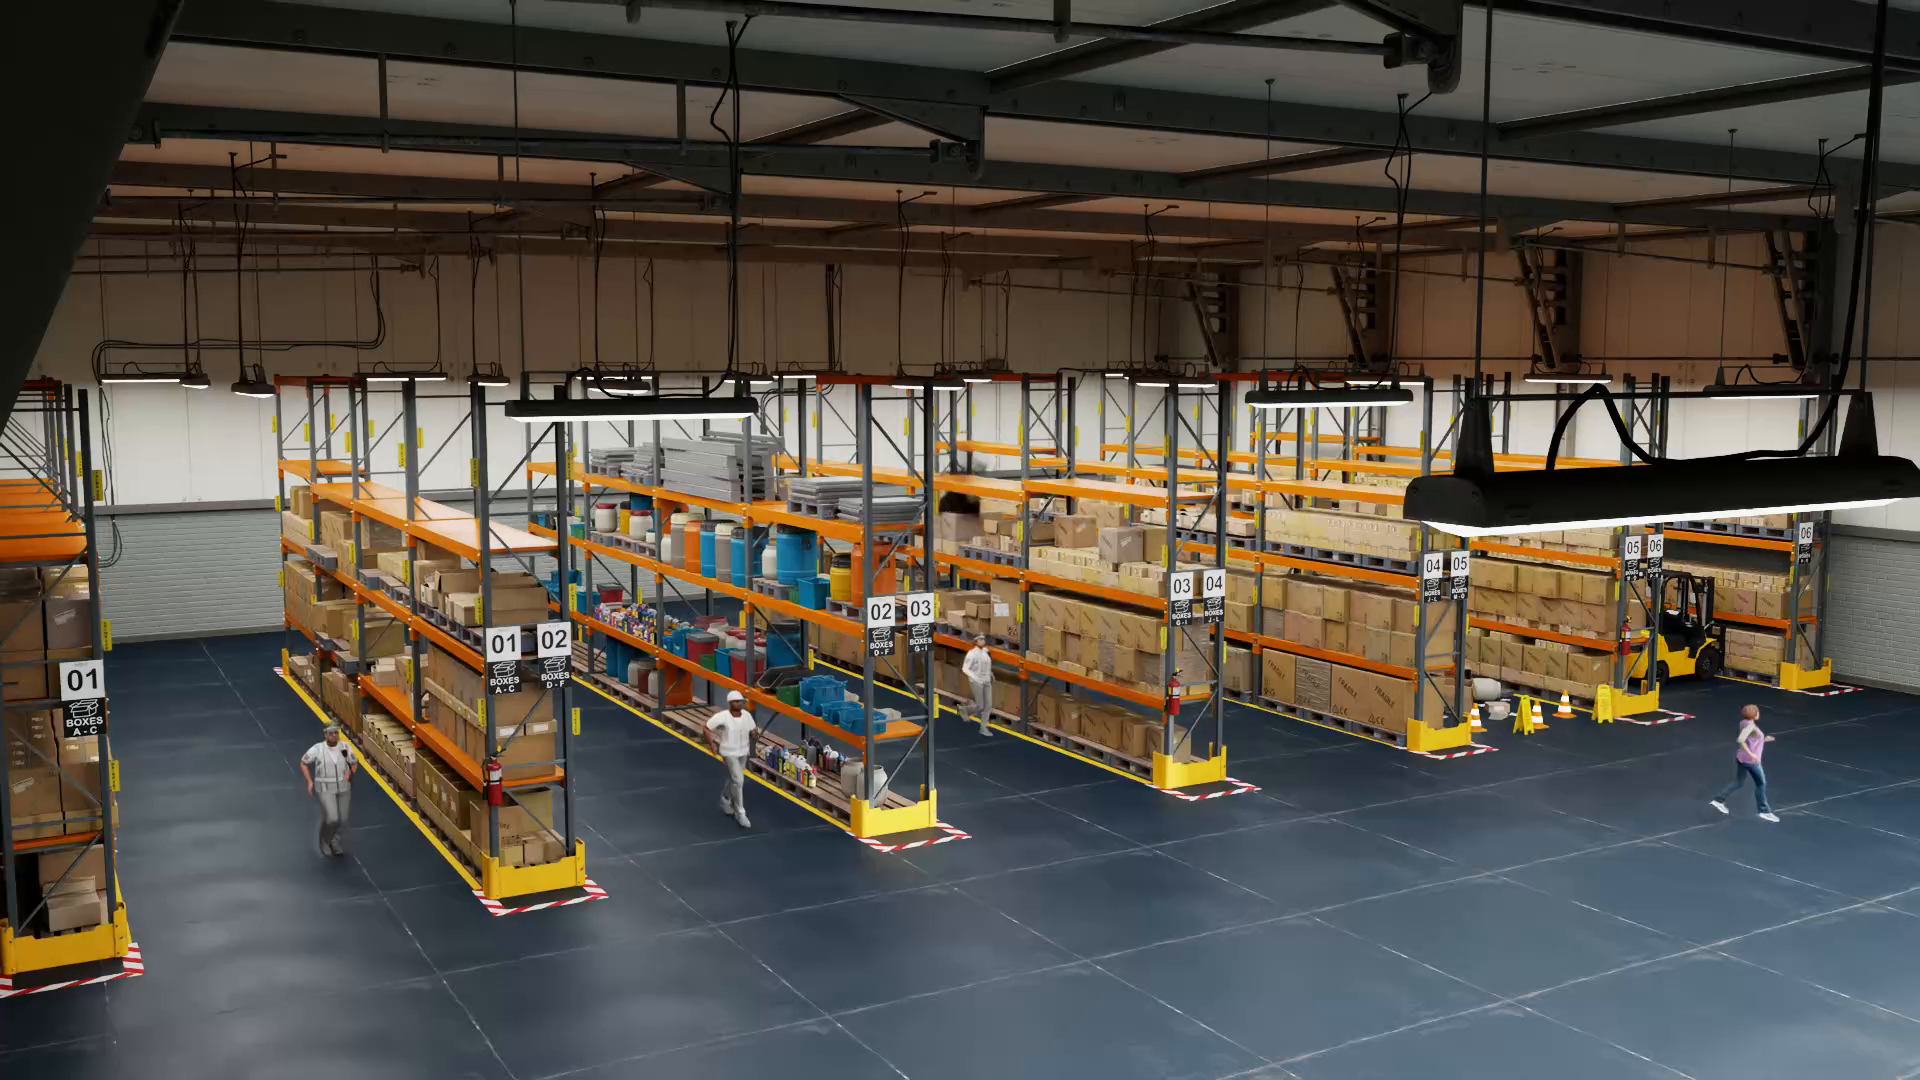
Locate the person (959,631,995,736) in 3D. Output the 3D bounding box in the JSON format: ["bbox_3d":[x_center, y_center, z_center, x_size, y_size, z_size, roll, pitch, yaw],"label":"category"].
[{"bbox_3d":[0.302,2.290,26.806,0.617,1.679,0.696,-5,8,-40],"label":"person"}]

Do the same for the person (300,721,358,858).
[{"bbox_3d":[-7.918,3.154,21.035,0.647,1.754,0.659,-5,8,-40],"label":"person"}]

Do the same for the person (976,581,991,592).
[{"bbox_3d":[0.598,0.784,42.722,0.899,1.756,0.634,-4,8,-35],"label":"person"}]

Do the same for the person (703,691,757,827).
[{"bbox_3d":[-3.071,2.950,22.739,0.805,1.807,0.692,6,8,42],"label":"person"}]

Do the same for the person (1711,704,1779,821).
[{"bbox_3d":[10.763,3.031,22.717,0.868,1.601,0.528,1,6,5],"label":"person"}]
